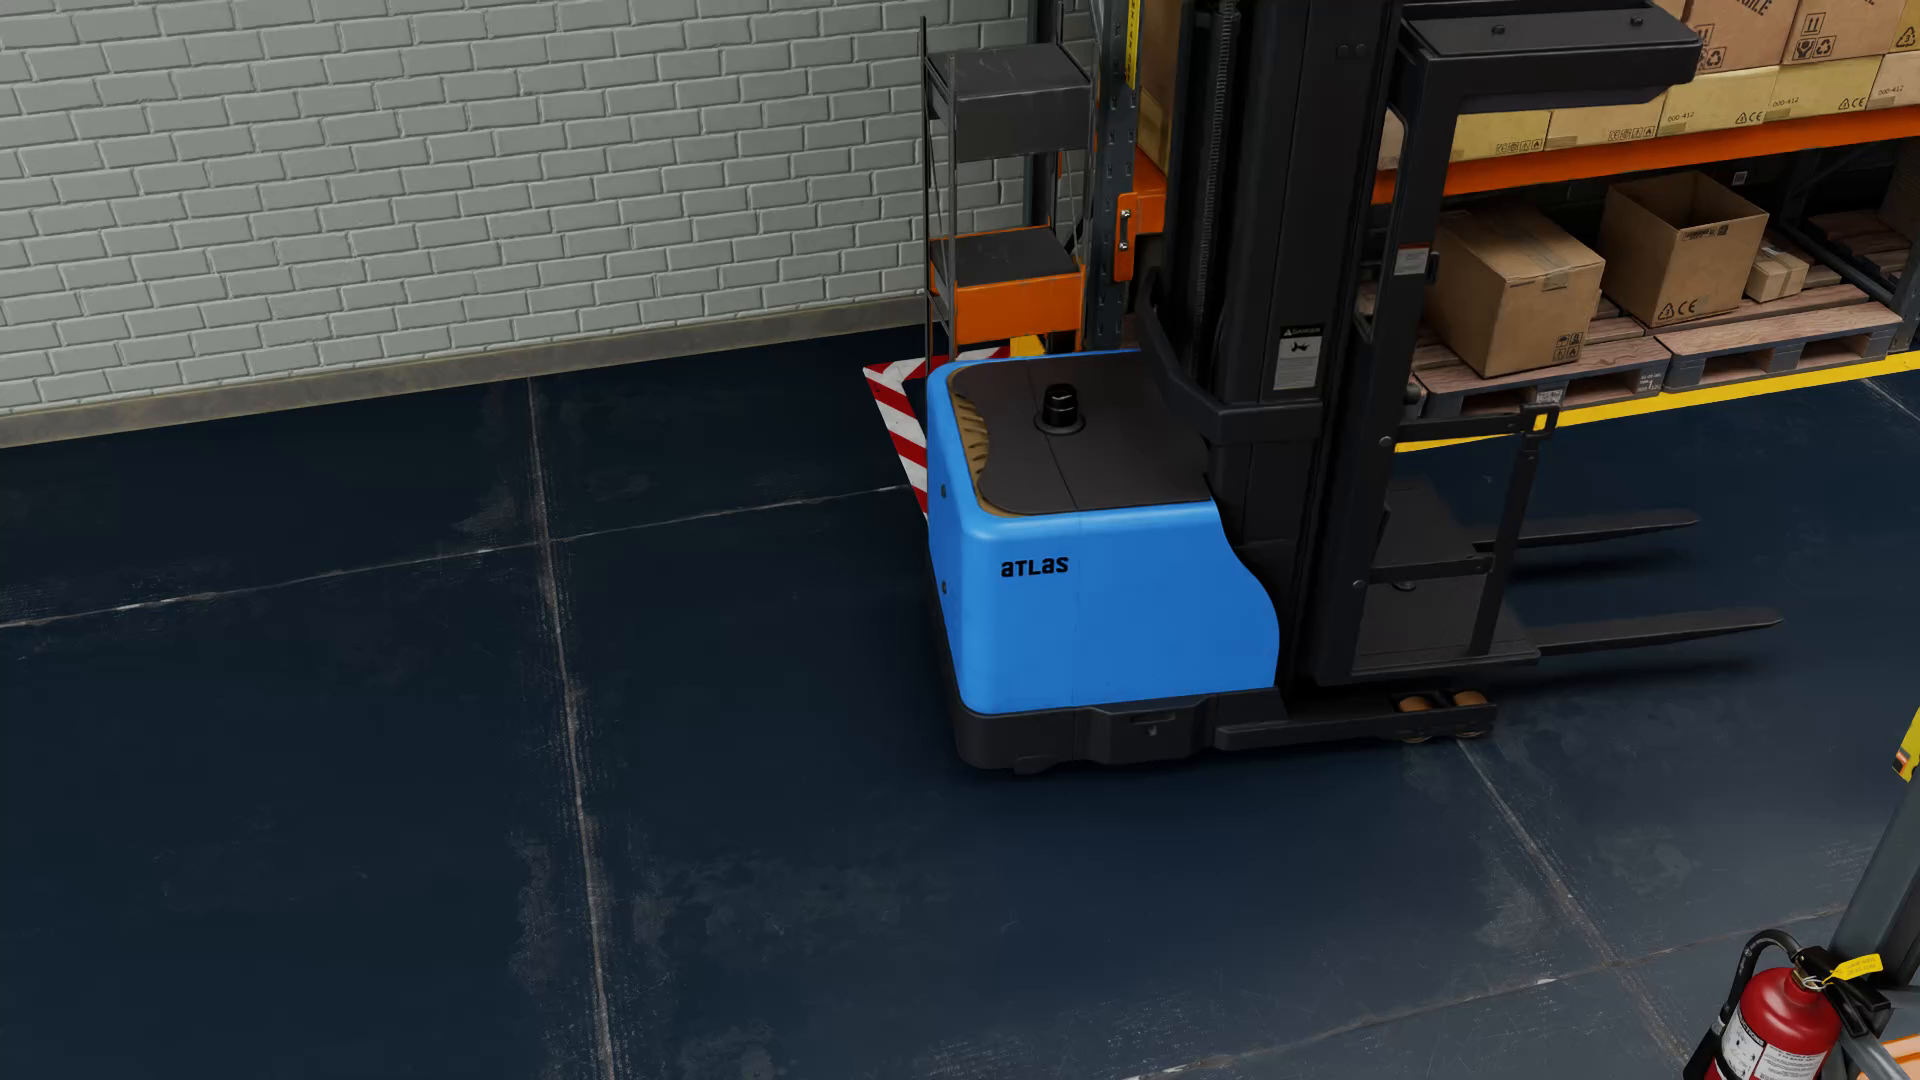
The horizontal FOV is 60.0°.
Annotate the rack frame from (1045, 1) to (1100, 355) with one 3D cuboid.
[{"bbox_3d":[0.395,-0.899,6.197,0.015,2.100,0.400,-9,38,-12],"label":"rack frame"}]

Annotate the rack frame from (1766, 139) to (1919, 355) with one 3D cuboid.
[{"bbox_3d":[4.327,-2.372,7.382,0.127,3.000,1.000,-9,38,-12],"label":"rack frame"}]

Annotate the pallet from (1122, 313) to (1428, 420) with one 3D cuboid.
[{"bbox_3d":[1.332,-0.751,7.558,1.213,0.211,1.003,-9,38,-12],"label":"pallet"}]

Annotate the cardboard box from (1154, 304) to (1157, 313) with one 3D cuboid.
[{"bbox_3d":[1.157,-0.902,7.311,0.500,0.311,0.500,-14,39,-17],"label":"cardboard box"}]

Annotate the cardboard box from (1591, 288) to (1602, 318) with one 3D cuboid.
[{"bbox_3d":[2.777,-1.173,7.799,0.250,0.149,0.380,-12,39,-16],"label":"cardboard box"}]

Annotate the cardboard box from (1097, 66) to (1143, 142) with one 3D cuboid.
[{"bbox_3d":[0.866,-1.875,6.839,0.500,0.250,0.500,-9,38,-11],"label":"cardboard box"}]

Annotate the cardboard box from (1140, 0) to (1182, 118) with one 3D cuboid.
[{"bbox_3d":[1.004,-1.884,6.234,0.500,0.500,0.500,-9,38,-12],"label":"cardboard box"}]

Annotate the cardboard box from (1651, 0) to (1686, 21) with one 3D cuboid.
[{"bbox_3d":[2.480,-2.123,6.547,0.500,0.500,0.500,-8,38,-11],"label":"cardboard box"}]

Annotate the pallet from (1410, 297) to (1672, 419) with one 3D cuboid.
[{"bbox_3d":[2.508,-0.942,7.808,1.213,0.211,1.003,-9,38,-12],"label":"pallet"}]

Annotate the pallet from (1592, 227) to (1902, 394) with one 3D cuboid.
[{"bbox_3d":[3.688,-1.137,8.063,1.213,0.211,1.003,-9,38,-12],"label":"pallet"}]

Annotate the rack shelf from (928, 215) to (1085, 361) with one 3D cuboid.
[{"bbox_3d":[0.160,-0.849,6.154,0.480,0.518,0.431,-9,38,-12],"label":"rack shelf"}]

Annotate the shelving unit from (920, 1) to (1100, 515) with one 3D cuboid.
[{"bbox_3d":[0.160,-0.860,6.146,0.503,2.100,0.431,-9,38,-12],"label":"shelving unit"}]

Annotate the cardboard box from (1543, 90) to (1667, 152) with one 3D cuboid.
[{"bbox_3d":[2.499,-1.824,6.773,0.500,0.250,0.500,-9,38,-12],"label":"cardboard box"}]

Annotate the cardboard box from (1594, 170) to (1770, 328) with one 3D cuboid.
[{"bbox_3d":[3.335,-1.366,7.762,0.500,0.500,0.500,-12,39,-15],"label":"cardboard box"}]

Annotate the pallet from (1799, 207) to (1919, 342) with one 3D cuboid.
[{"bbox_3d":[5.078,-1.389,8.392,1.213,0.211,1.003,-9,38,-12],"label":"pallet"}]

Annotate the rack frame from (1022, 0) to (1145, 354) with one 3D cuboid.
[{"bbox_3d":[0.465,-1.738,6.554,0.127,3.000,1.000,-9,38,-12],"label":"rack frame"}]

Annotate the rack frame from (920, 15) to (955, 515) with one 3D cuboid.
[{"bbox_3d":[-0.076,-0.821,6.095,0.015,2.100,0.400,-9,38,-12],"label":"rack frame"}]

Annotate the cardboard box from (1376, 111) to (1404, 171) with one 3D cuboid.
[{"bbox_3d":[1.517,-1.668,6.569,0.500,0.250,0.500,-10,39,-13],"label":"cardboard box"}]

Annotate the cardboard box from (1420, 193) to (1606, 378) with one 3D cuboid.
[{"bbox_3d":[2.428,-1.154,7.485,0.500,0.500,0.700,-12,39,-15],"label":"cardboard box"}]

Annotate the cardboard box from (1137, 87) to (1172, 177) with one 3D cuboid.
[{"bbox_3d":[1.019,-1.578,6.451,0.500,0.250,0.500,-10,39,-13],"label":"cardboard box"}]

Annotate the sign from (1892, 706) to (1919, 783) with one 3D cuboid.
[{"bbox_3d":[1.632,0.292,2.751,0.005,0.325,0.100,-9,38,-12],"label":"sign"}]

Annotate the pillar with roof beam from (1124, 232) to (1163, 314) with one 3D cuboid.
[{"bbox_3d":[2.038,-2.214,2.238,0.400,9.000,9.100,-9,38,-12],"label":"pillar with roof beam"}]

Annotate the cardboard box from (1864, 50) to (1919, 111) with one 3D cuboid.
[{"bbox_3d":[3.949,-2.068,7.091,0.500,0.250,0.500,-9,38,-12],"label":"cardboard box"}]

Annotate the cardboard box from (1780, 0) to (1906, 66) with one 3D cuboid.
[{"bbox_3d":[3.471,-2.280,6.751,0.500,0.500,0.500,-10,38,-12],"label":"cardboard box"}]

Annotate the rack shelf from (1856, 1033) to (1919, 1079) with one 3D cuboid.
[{"bbox_3d":[3.691,1.136,3.389,4.000,0.370,1.077,-9,38,-12],"label":"rack shelf"}]

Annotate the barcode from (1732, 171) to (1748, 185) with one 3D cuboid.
[{"bbox_3d":[3.743,-1.736,7.983,0.075,0.075,0.001,-9,38,-12],"label":"barcode"}]

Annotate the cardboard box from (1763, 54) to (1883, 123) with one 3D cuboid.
[{"bbox_3d":[3.465,-1.993,6.994,0.500,0.250,0.500,-9,38,-12],"label":"cardboard box"}]

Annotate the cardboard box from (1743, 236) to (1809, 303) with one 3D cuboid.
[{"bbox_3d":[3.818,-1.319,7.975,0.250,0.166,0.380,-14,40,-18],"label":"cardboard box"}]

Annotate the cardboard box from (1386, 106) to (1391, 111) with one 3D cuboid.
[{"bbox_3d":[1.484,-1.956,6.328,0.500,0.500,0.500,-9,38,-12],"label":"cardboard box"}]

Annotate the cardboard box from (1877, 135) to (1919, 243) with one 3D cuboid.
[{"bbox_3d":[5.033,-1.680,8.173,0.500,0.500,0.700,-8,38,-10],"label":"cardboard box"}]

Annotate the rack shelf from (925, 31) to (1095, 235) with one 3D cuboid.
[{"bbox_3d":[0.160,-1.405,5.729,0.480,0.518,0.431,-9,38,-12],"label":"rack shelf"}]

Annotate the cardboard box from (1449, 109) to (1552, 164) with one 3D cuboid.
[{"bbox_3d":[2.010,-1.746,6.670,0.500,0.250,0.500,-10,39,-13],"label":"cardboard box"}]

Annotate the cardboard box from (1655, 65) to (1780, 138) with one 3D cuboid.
[{"bbox_3d":[2.984,-1.905,6.878,0.500,0.250,0.500,-10,38,-12],"label":"cardboard box"}]

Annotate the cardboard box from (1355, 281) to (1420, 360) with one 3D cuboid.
[{"bbox_3d":[1.707,-0.992,7.429,0.500,0.311,0.500,-6,38,-8],"label":"cardboard box"}]

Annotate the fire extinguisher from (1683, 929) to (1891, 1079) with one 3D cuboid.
[{"bbox_3d":[1.525,0.944,3.111,0.183,0.674,0.296,-9,38,-12],"label":"fire extinguisher"}]

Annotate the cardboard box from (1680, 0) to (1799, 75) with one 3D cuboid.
[{"bbox_3d":[2.982,-2.206,6.655,0.500,0.500,0.500,-10,39,-13],"label":"cardboard box"}]

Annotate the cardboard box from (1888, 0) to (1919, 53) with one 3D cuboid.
[{"bbox_3d":[3.951,-2.362,6.859,0.500,0.500,0.500,-9,38,-12],"label":"cardboard box"}]

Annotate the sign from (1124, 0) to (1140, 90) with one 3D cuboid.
[{"bbox_3d":[0.607,-1.764,5.875,0.005,0.325,0.100,-9,38,-12],"label":"sign"}]

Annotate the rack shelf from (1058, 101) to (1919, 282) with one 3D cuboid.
[{"bbox_3d":[2.396,-1.769,7.186,4.000,0.370,1.077,-9,38,-12],"label":"rack shelf"}]

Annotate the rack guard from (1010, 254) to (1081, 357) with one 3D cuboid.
[{"bbox_3d":[0.538,-0.758,7.329,0.348,0.500,1.175,-9,38,-12],"label":"rack guard"}]

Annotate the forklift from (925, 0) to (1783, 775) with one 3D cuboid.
[{"bbox_3d":[1.431,-0.769,5.342,3.031,2.935,1.130,-5,38,-6],"label":"forklift"}]
